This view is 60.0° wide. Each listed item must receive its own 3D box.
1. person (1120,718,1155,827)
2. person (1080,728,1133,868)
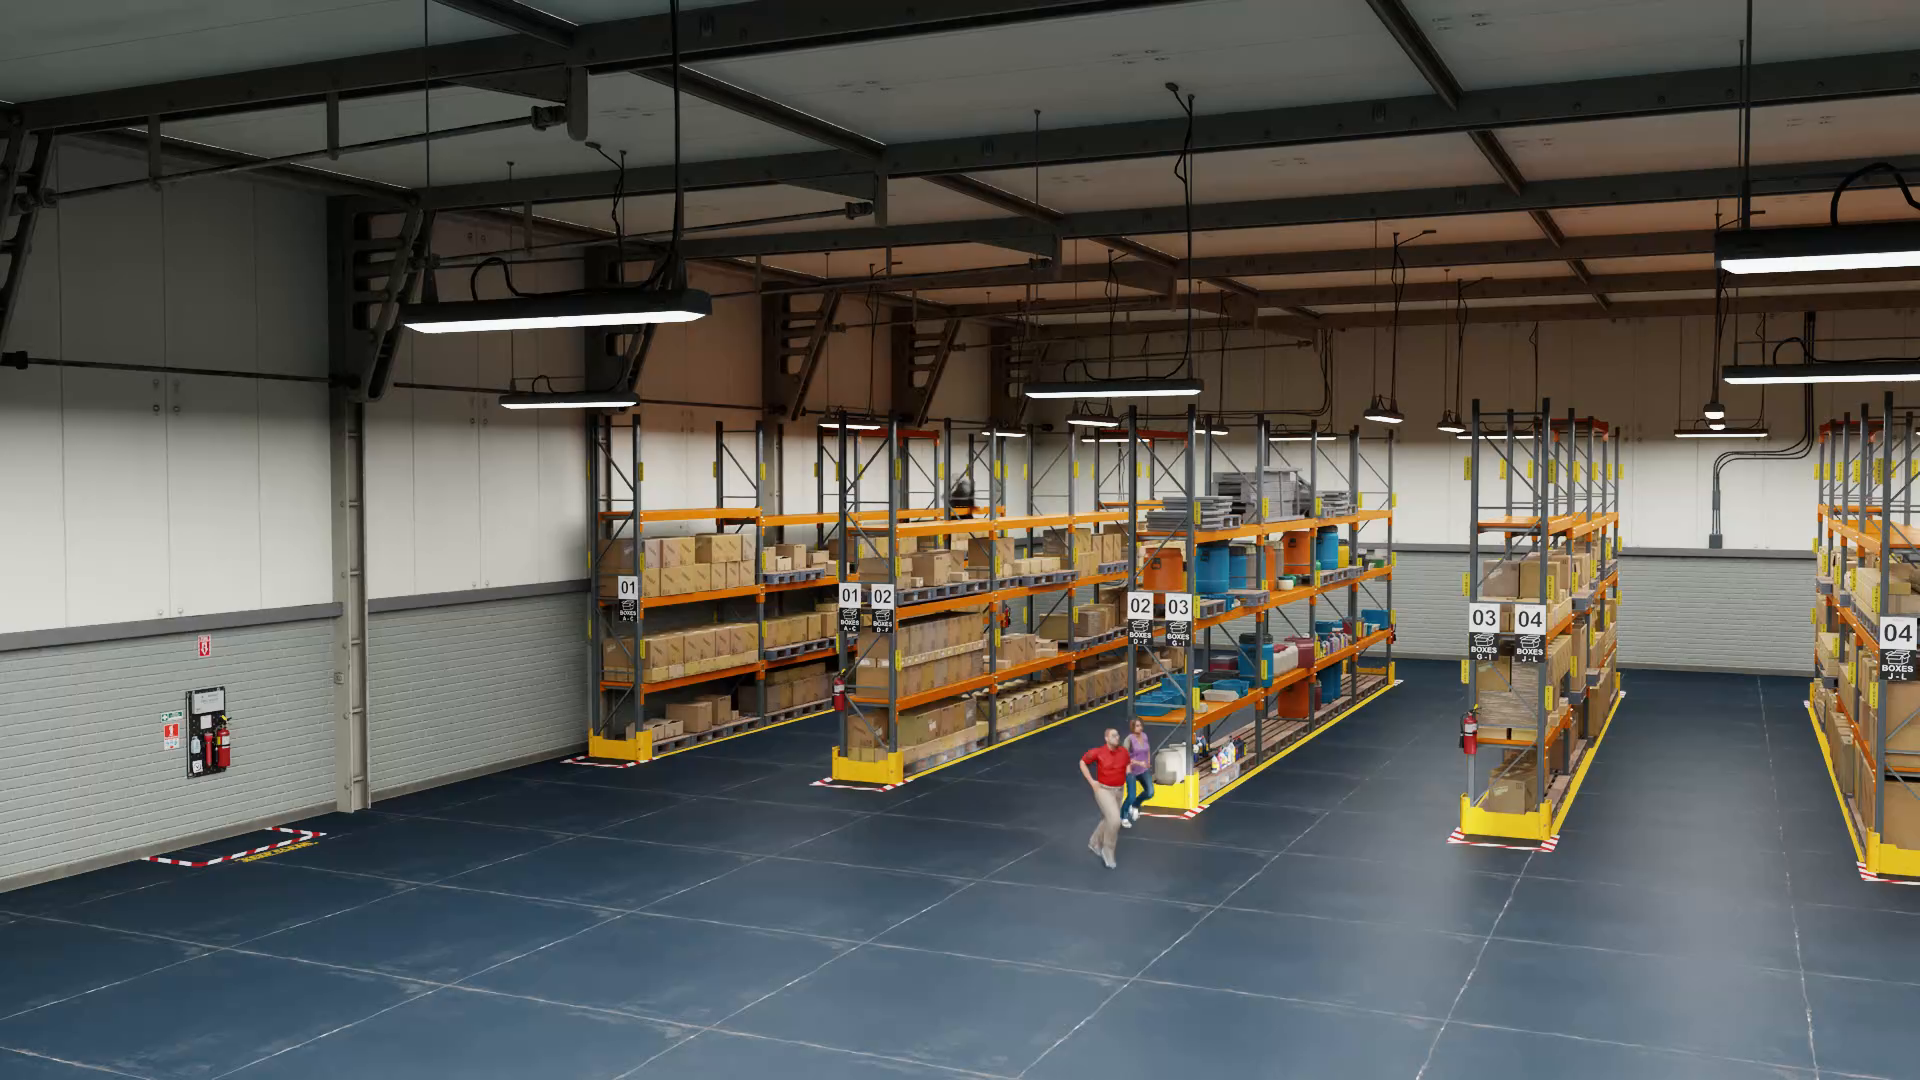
[{"bbox_3d":[2.499,3.261,23.267,0.568,1.554,0.701,-1,3,-27],"label":"person"},{"bbox_3d":[1.906,3.293,21.313,0.642,1.790,0.797,-2,3,-36],"label":"person"}]
